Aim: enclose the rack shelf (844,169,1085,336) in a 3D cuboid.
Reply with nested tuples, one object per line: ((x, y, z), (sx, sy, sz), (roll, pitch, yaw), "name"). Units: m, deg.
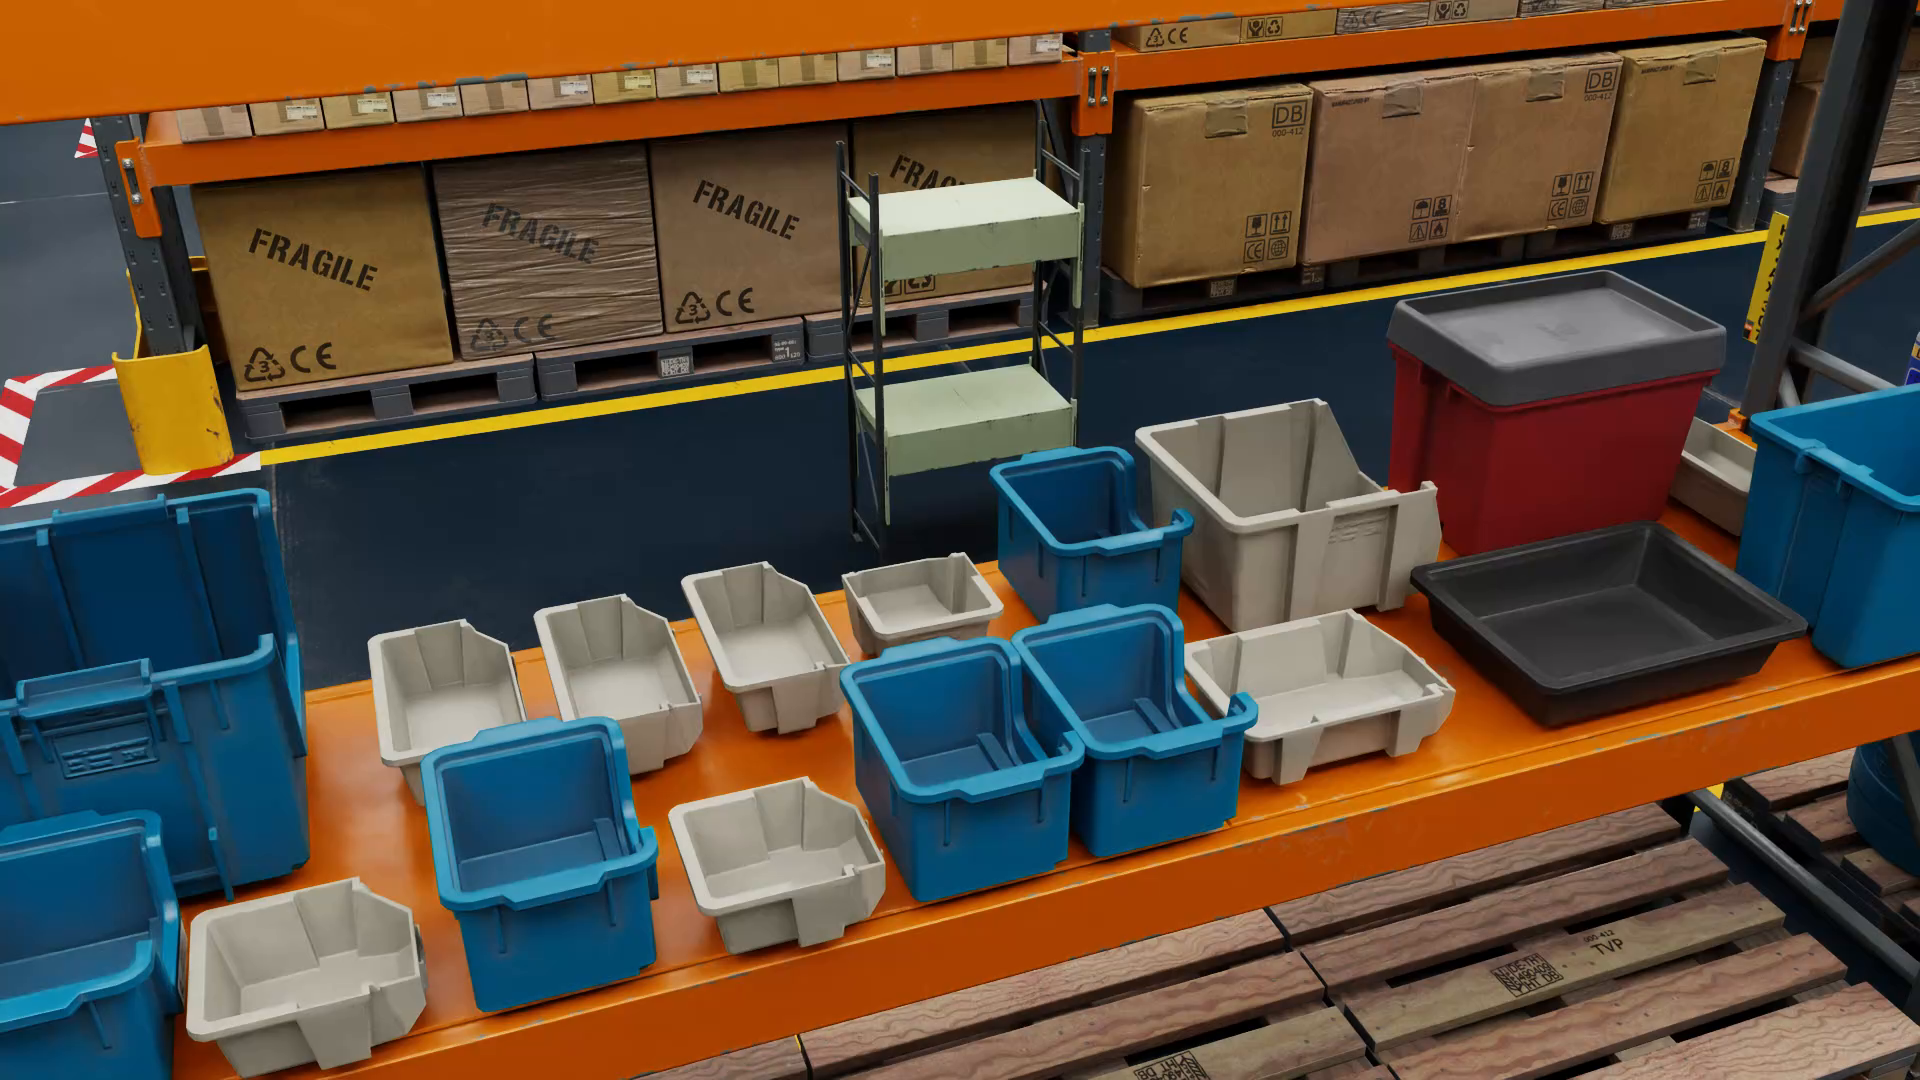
((0.006, -0.992, 5.688), (0.720, 0.370, 0.431), (-10, 31, -18), "rack shelf")

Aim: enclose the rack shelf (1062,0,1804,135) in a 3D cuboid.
((2.314, -2.581, 8.477), (4.000, 0.370, 1.077), (-10, 31, -18), "rack shelf")

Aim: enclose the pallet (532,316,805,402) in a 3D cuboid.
((-1.446, -1.030, 7.844), (1.213, 0.211, 1.003), (-10, 31, -18), "pallet")

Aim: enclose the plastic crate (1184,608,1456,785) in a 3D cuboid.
((0.639, 0.278, 2.938), (0.466, 0.136, 0.293), (-10, 31, -18), "plastic crate")

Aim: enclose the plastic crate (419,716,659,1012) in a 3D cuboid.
((-0.619, 0.483, 2.481), (0.300, 0.233, 0.416), (-10, 31, -18), "plastic crate")

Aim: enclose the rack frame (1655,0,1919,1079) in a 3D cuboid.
((2.166, -0.251, 3.660), (0.127, 3.000, 1.000), (-10, 31, -18), "rack frame")

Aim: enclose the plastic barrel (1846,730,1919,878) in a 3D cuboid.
((2.682, 0.392, 4.226), (0.708, 0.901, 0.600), (-10, 31, -18), "plastic barrel")

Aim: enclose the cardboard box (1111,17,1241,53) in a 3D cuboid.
((0.958, -2.556, 7.604), (0.500, 0.500, 0.500), (-10, 31, -17), "cardboard box")

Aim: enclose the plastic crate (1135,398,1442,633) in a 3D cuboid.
((0.671, -0.047, 3.362), (0.530, 0.282, 0.437), (-10, 31, -18), "plastic crate")

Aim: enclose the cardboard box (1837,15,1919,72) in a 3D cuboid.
((5.299, -2.896, 9.626), (0.500, 0.250, 0.500), (-7, 30, -12), "cardboard box")

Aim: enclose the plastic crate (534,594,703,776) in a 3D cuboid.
((-0.605, 0.260, 2.969), (0.243, 0.136, 0.396), (-10, 31, -18), "plastic crate")

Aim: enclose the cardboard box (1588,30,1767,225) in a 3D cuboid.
((3.534, -2.389, 9.135), (0.875, 0.875, 1.225), (-12, 32, -20), "cardboard box")

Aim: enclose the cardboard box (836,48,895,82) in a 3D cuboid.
((-0.455, -2.102, 7.163), (0.250, 0.149, 0.380), (-10, 31, -17), "cardboard box")

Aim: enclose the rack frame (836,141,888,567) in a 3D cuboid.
((-0.337, -0.590, 5.770), (0.023, 1.500, 0.400), (-10, 31, -18), "rack frame")

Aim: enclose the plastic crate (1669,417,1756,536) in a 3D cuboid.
((1.680, -0.148, 3.686), (0.243, 0.136, 0.396), (-10, 31, -18), "plastic crate")

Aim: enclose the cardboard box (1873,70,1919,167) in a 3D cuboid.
((5.325, -2.571, 9.813), (0.500, 0.500, 0.700), (-13, 32, -22), "cardboard box")

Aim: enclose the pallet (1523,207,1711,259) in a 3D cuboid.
((3.423, -1.926, 9.418), (1.213, 0.211, 1.003), (-10, 31, -18), "pallet")

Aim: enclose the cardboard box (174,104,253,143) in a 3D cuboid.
((-2.862, -1.657, 6.383), (0.250, 0.149, 0.380), (-10, 31, -17), "cardboard box")

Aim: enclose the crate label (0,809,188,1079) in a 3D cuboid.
((-1.236, 0.596, 2.281), (0.303, 0.233, 0.416), (-10, 31, -18), "crate label")

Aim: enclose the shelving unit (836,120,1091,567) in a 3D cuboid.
((0.006, -0.653, 5.881), (0.755, 1.500, 0.431), (-10, 31, -18), "shelving unit")

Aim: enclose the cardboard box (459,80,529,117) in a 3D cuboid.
((-1.900, -1.836, 6.695), (0.250, 0.149, 0.380), (-11, 31, -19), "cardboard box")

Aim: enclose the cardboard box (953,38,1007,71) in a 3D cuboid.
((0.026, -2.190, 7.318), (0.250, 0.149, 0.380), (-10, 31, -17), "cardboard box")

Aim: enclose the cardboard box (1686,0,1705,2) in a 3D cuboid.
((3.812, -3.082, 8.529), (0.500, 0.500, 0.500), (-9, 31, -16), "cardboard box")

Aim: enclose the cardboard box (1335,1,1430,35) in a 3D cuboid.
((1.898, -2.729, 7.909), (0.500, 0.500, 0.500), (-11, 32, -19), "cardboard box")

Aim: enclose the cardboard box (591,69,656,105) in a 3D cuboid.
((-1.421, -1.923, 6.850), (0.250, 0.149, 0.380), (-11, 32, -19), "cardboard box")

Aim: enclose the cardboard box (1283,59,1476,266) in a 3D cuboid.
((1.869, -2.082, 8.597), (0.875, 0.875, 1.225), (-12, 32, -19), "cardboard box")

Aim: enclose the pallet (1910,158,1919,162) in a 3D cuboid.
((6.063, -2.370, 10.198), (1.213, 0.211, 1.003), (-10, 31, -18), "pallet")

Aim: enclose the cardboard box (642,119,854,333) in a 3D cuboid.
((-1.051, -1.576, 7.708), (0.875, 0.875, 0.875), (-10, 31, -18), "cardboard box")

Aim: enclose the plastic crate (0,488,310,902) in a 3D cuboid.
((-1.334, 0.254, 2.678), (0.499, 0.435, 0.616), (-10, 31, -18), "plastic crate")

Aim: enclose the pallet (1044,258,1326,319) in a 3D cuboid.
((1.136, -1.505, 8.679), (1.213, 0.211, 1.003), (-10, 31, -18), "pallet")

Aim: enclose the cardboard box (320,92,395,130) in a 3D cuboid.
((-2.382, -1.747, 6.539), (0.250, 0.149, 0.380), (-11, 32, -19), "cardboard box")

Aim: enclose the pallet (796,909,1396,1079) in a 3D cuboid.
((0.345, 1.318, 3.723), (1.213, 0.211, 1.003), (-10, 31, -18), "pallet")

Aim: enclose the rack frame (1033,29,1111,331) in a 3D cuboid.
((0.439, -2.549, 7.693), (0.127, 3.000, 1.000), (-10, 31, -18), "rack frame")

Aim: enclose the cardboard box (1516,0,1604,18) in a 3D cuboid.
((2.857, -2.908, 8.223), (0.500, 0.500, 0.500), (-11, 32, -19), "cardboard box")

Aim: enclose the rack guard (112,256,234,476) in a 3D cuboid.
((-3.332, -0.768, 7.093), (0.348, 0.500, 1.175), (-10, 31, -18), "rack guard")

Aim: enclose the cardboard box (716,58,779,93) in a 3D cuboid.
((-0.937, -2.013, 7.007), (0.250, 0.149, 0.380), (-11, 31, -18), "cardboard box")

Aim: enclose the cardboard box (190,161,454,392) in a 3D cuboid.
((-2.738, -1.265, 7.163), (0.875, 0.875, 0.875), (-10, 31, -18), "cardboard box")

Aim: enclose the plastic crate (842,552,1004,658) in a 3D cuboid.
((-0.081, 0.141, 3.178), (0.250, 0.136, 0.298), (-10, 31, -18), "plastic crate")

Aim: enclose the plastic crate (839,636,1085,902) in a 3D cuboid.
((-0.002, 0.369, 2.680), (0.300, 0.233, 0.416), (-10, 31, -18), "plastic crate")

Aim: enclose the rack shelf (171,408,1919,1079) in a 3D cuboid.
((0.292, 0.407, 3.232), (4.000, 0.370, 1.077), (-10, 31, -18), "rack shelf")
